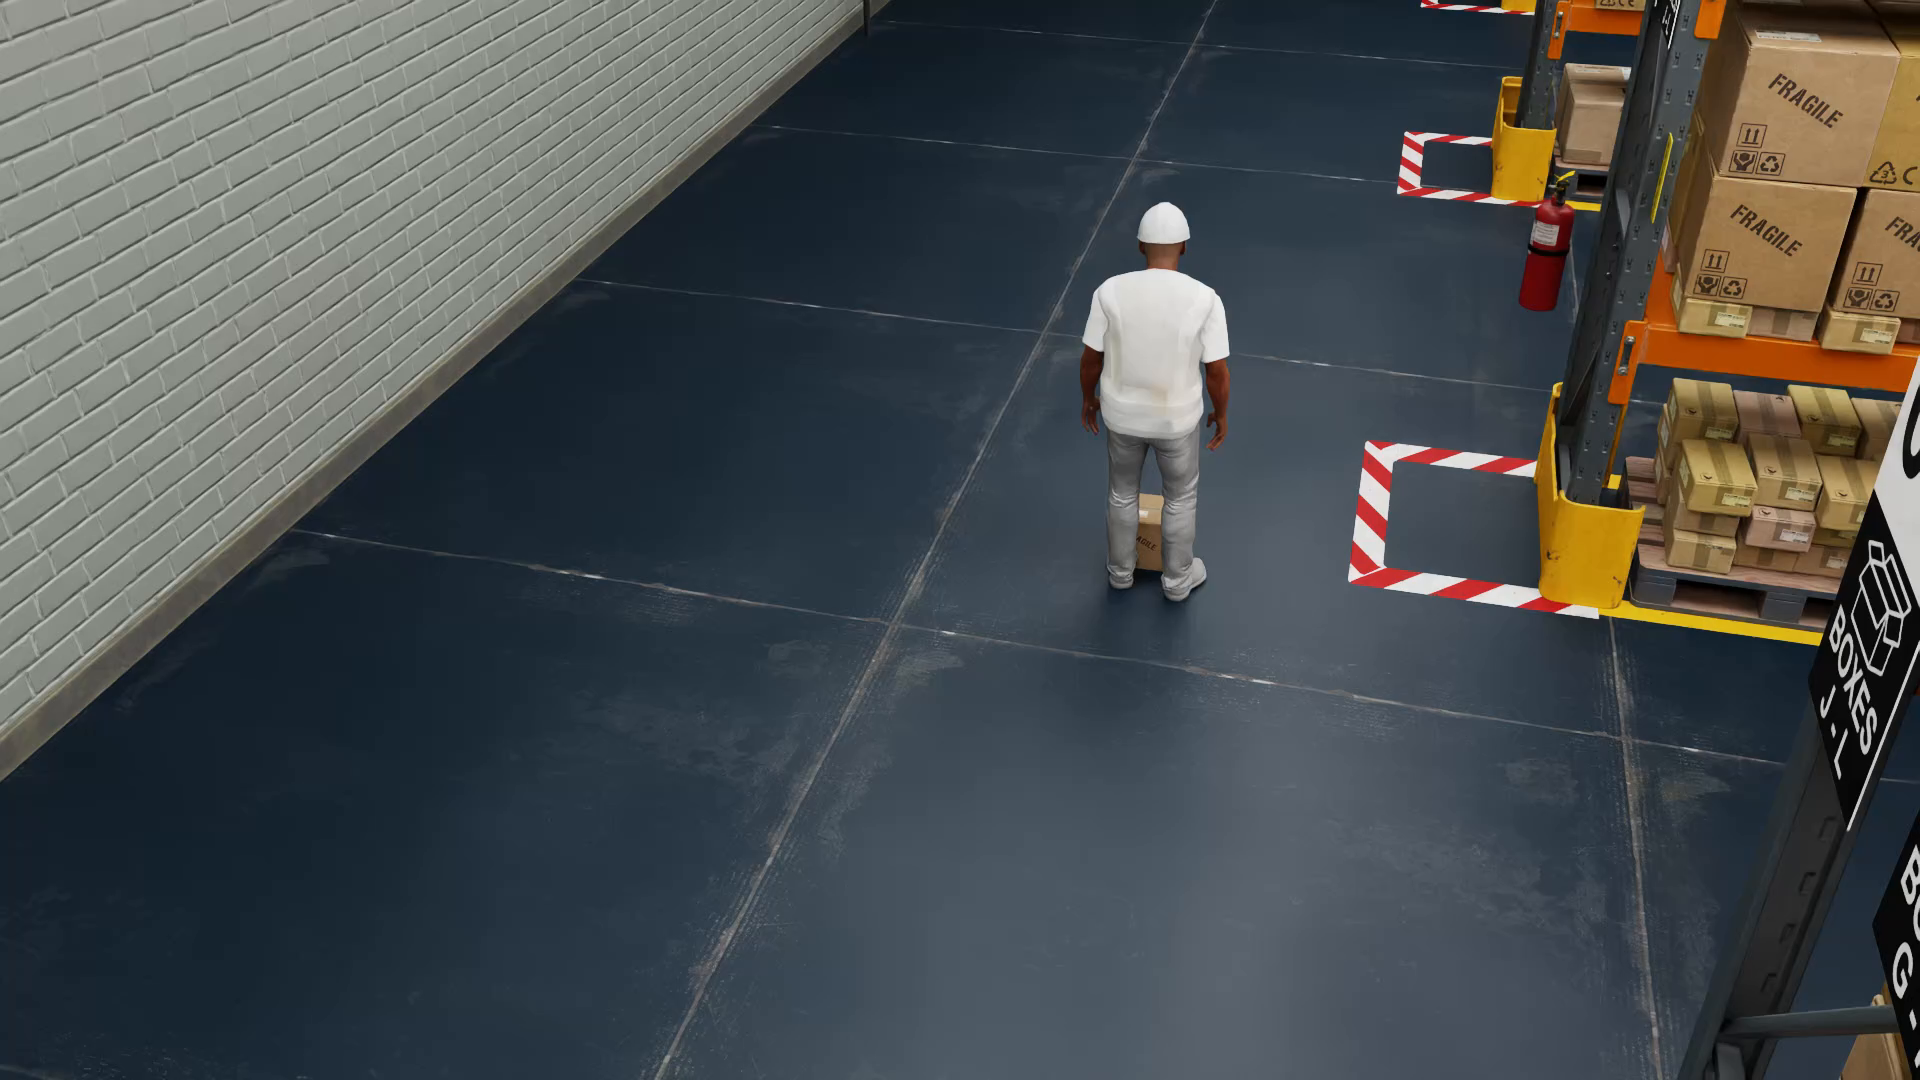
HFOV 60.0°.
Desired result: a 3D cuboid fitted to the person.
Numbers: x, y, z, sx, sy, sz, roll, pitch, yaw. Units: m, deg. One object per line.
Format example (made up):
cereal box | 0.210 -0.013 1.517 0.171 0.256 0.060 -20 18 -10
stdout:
person | 0.814 -0.550 6.980 0.628 1.761 0.457 8 34 13
